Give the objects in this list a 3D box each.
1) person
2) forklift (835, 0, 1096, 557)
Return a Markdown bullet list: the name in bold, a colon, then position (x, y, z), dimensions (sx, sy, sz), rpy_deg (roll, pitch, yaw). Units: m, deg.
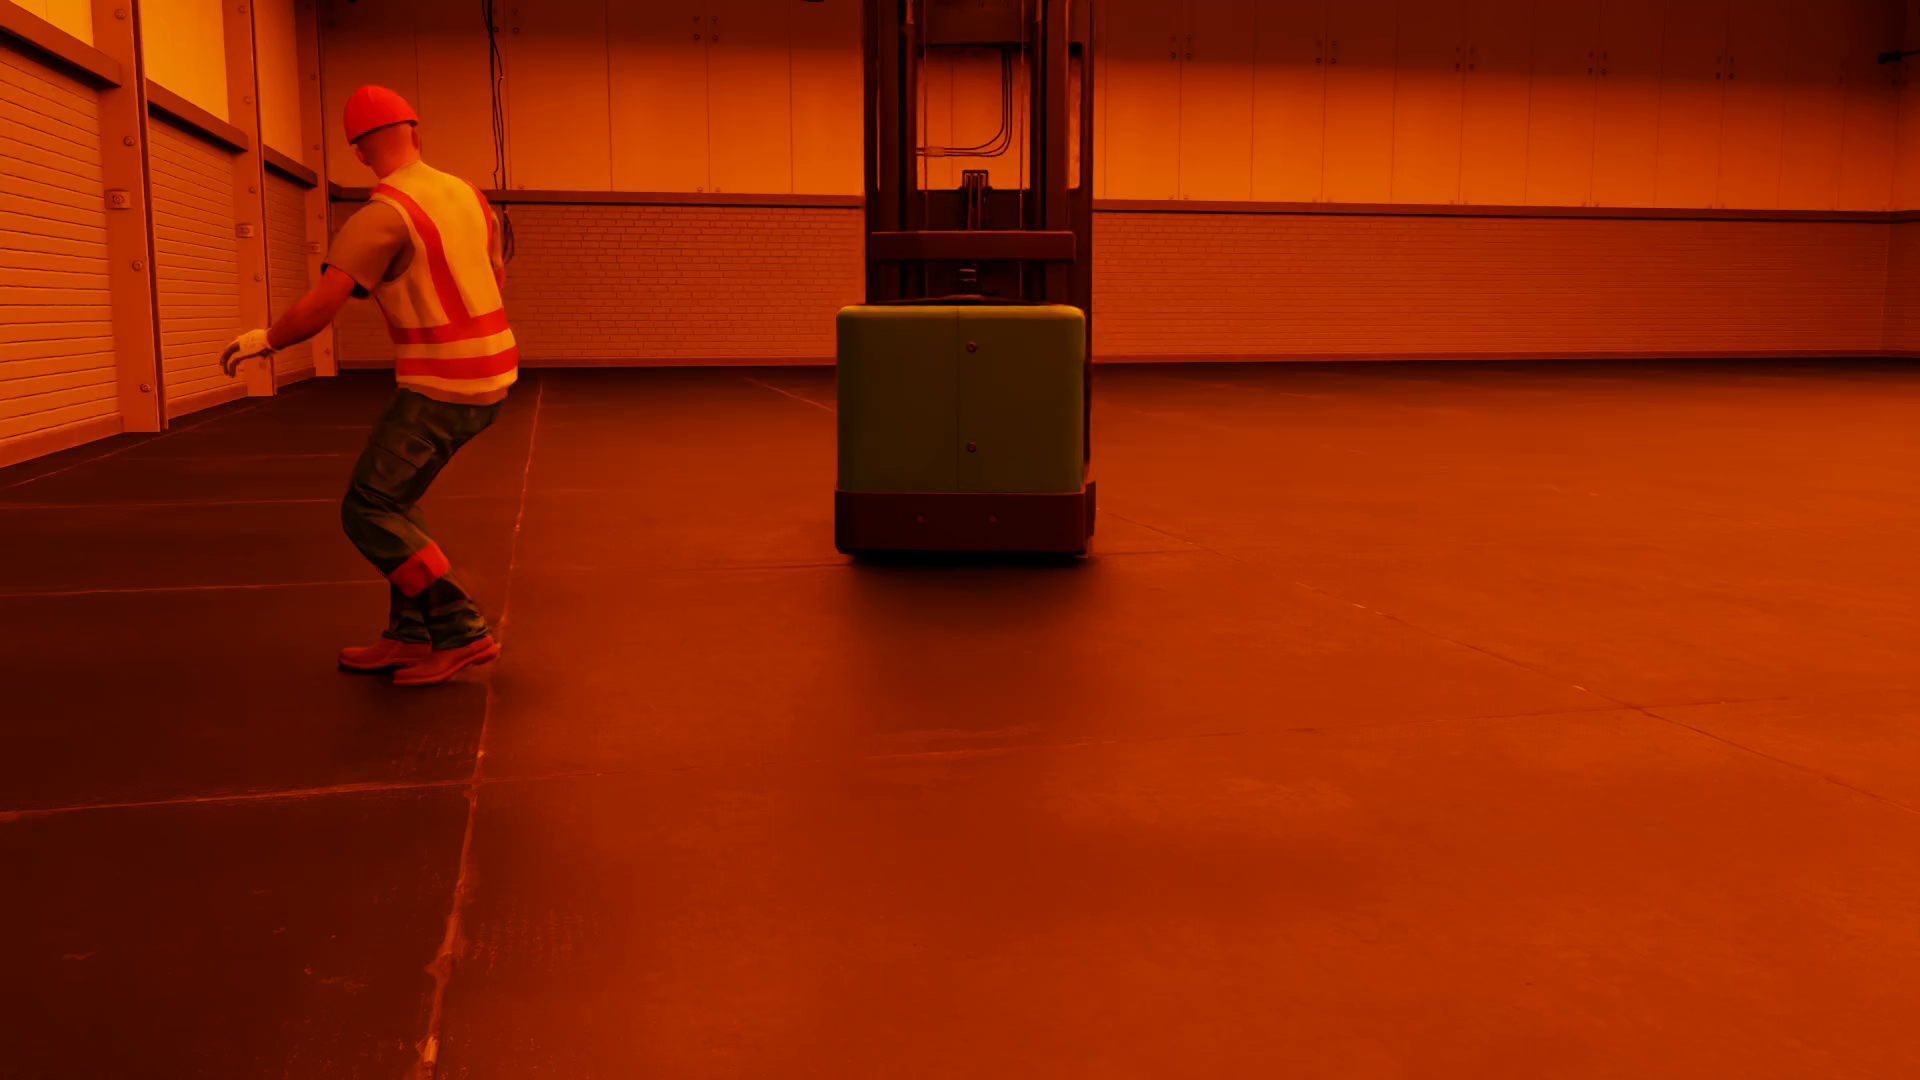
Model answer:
- **person**: position (-1.668, -0.448, 4.823), dimensions (0.726, 1.686, 0.821), rpy_deg (1, 8, 4)
- **forklift**: position (0.110, -1.546, 8.179), dimensions (1.130, 2.935, 3.031), rpy_deg (1, 8, 4)
